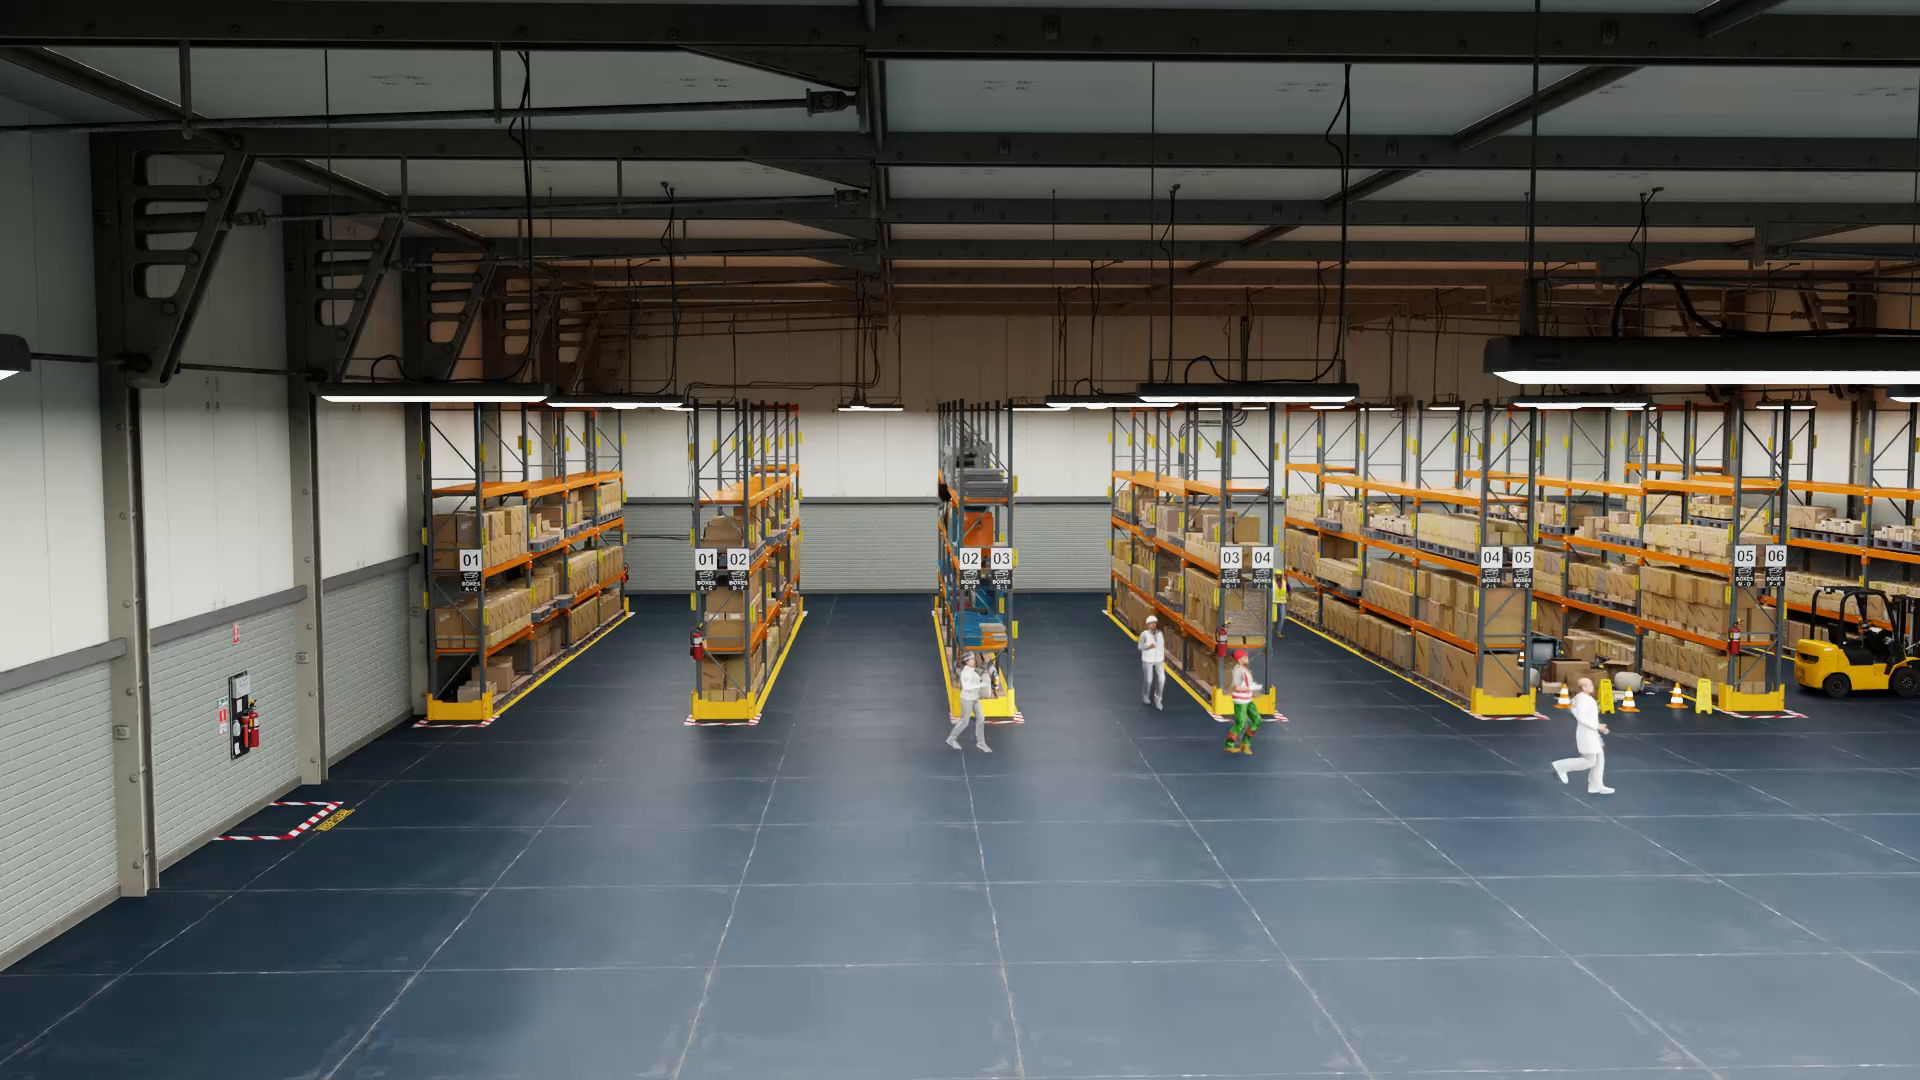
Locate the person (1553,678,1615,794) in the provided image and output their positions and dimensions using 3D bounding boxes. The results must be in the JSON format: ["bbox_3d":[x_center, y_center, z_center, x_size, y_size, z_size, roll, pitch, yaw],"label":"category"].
[{"bbox_3d":[9.422,3.044,25.091,0.888,1.557,0.710,2,5,20],"label":"person"}]

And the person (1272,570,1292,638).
[{"bbox_3d":[8.189,1.628,42.677,0.712,1.726,0.815,0,4,-1],"label":"person"}]

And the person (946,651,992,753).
[{"bbox_3d":[0.154,2.729,28.074,0.785,1.730,0.600,2,5,21],"label":"person"}]

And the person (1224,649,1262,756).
[{"bbox_3d":[4.759,2.726,27.776,0.681,1.809,0.635,2,5,30],"label":"person"}]

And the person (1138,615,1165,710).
[{"bbox_3d":[3.759,2.385,32.372,0.638,1.829,0.713,-1,4,-12],"label":"person"}]
